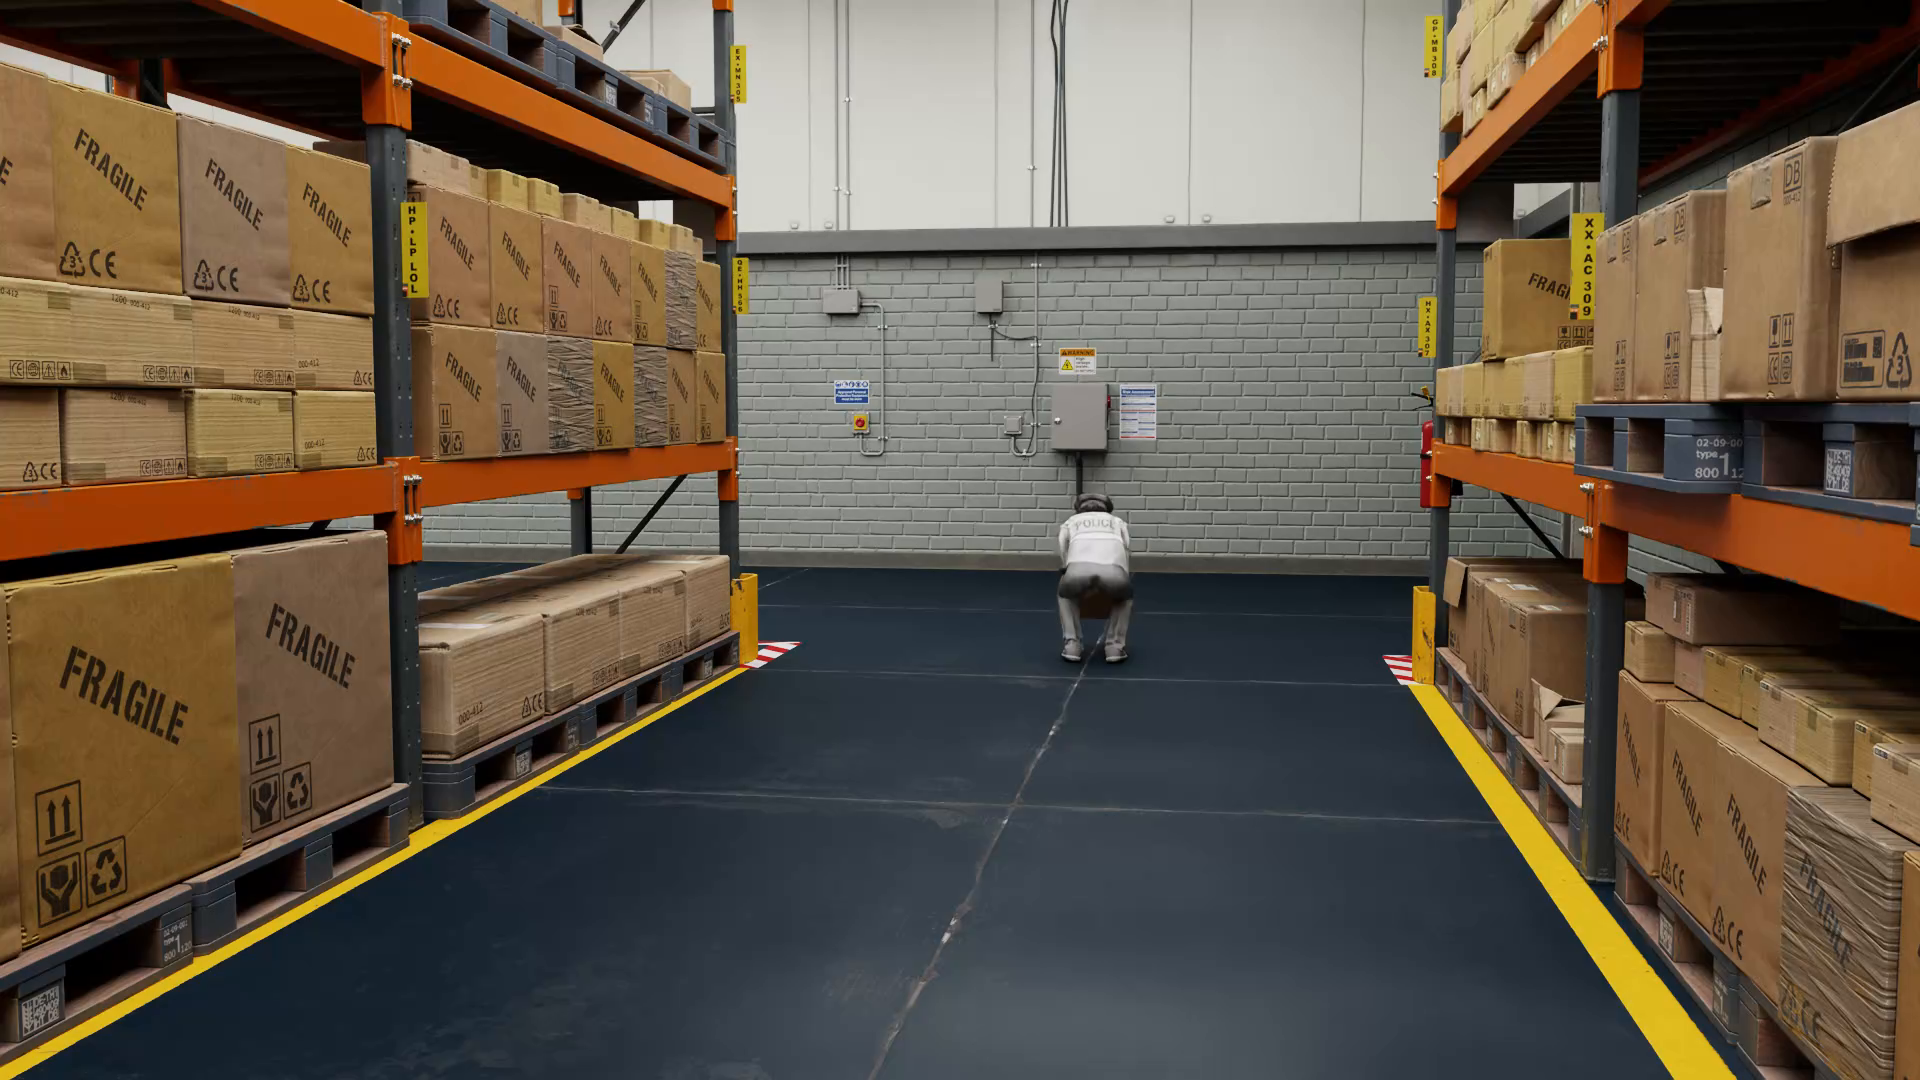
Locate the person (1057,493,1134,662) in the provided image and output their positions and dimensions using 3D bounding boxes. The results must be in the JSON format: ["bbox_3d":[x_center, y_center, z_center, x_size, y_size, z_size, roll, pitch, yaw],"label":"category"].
[{"bbox_3d":[0.814,0.221,9.998,0.465,0.977,0.886,1,5,7],"label":"person"}]
